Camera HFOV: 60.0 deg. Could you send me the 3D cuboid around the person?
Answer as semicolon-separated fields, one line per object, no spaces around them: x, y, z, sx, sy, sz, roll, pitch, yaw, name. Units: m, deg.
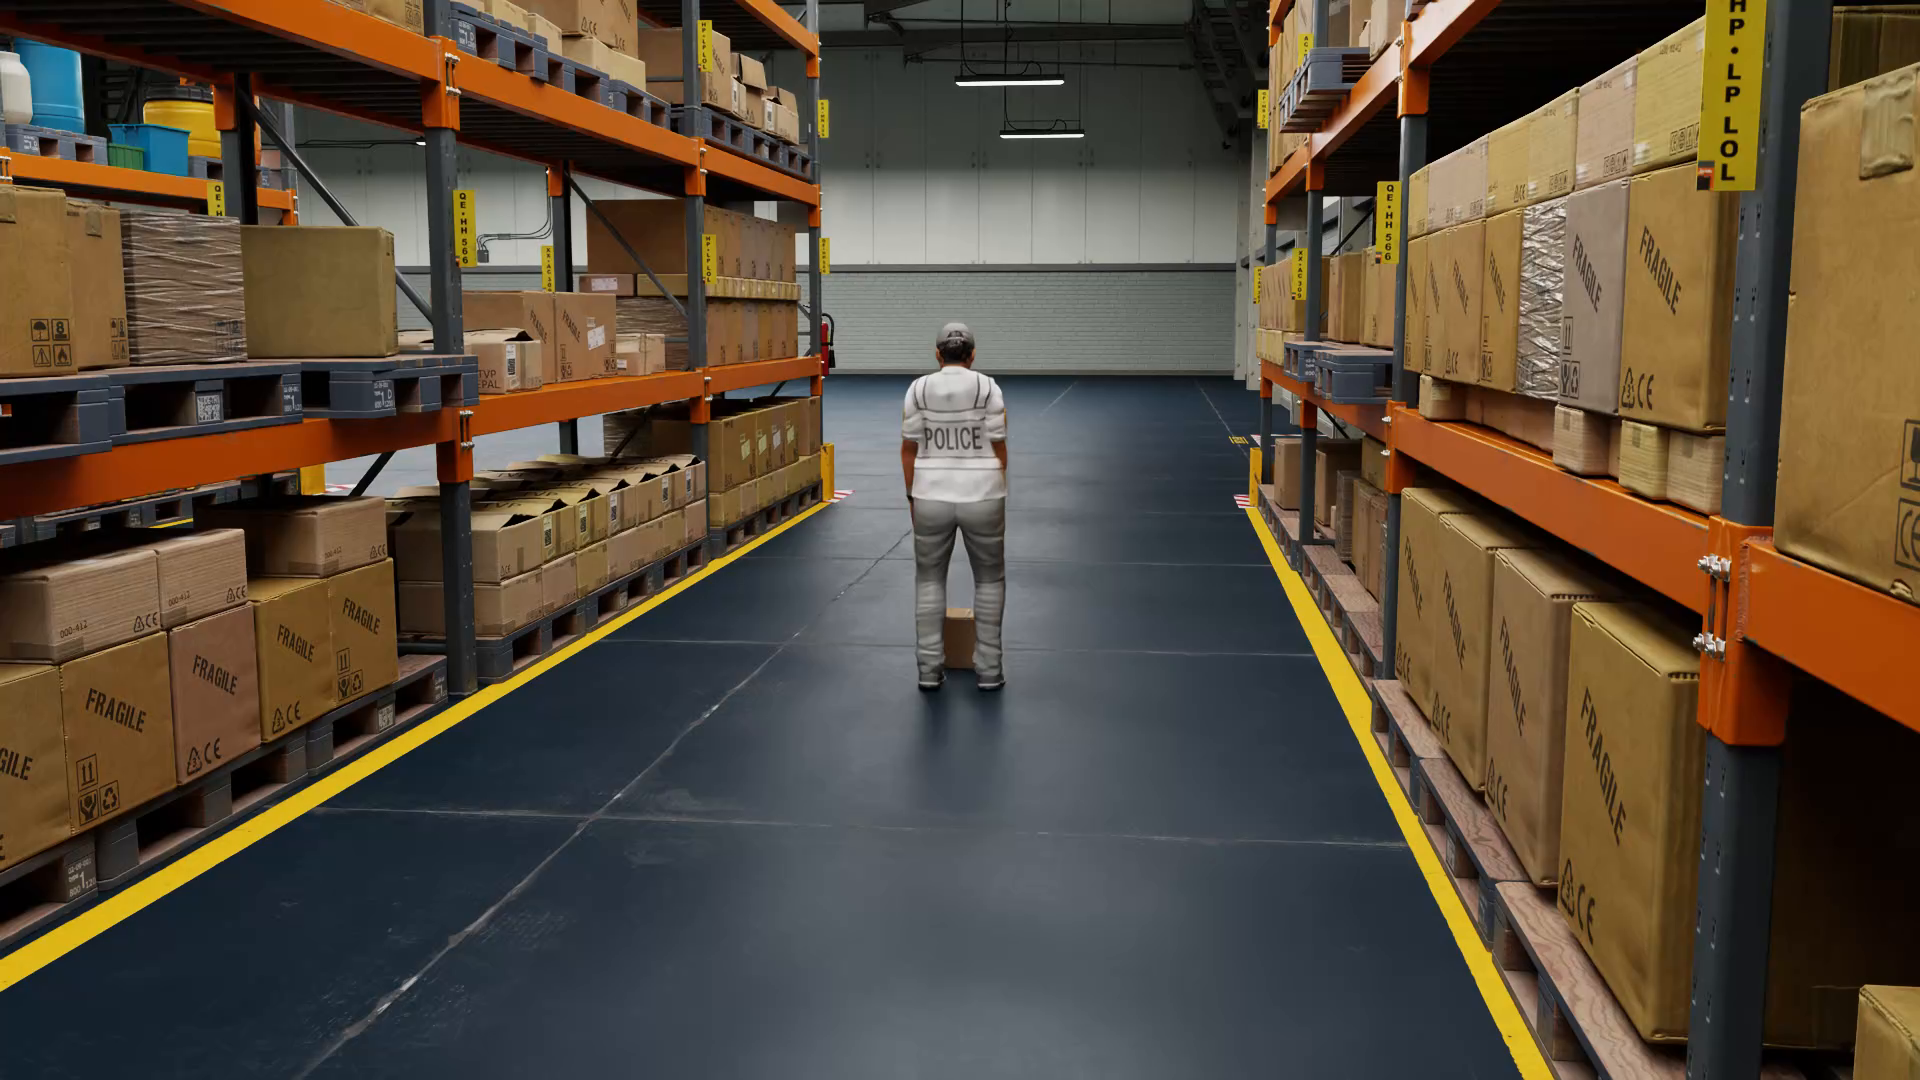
-0.024;-0.147;7.484;0.480;1.645;0.419;1;8;7;person
